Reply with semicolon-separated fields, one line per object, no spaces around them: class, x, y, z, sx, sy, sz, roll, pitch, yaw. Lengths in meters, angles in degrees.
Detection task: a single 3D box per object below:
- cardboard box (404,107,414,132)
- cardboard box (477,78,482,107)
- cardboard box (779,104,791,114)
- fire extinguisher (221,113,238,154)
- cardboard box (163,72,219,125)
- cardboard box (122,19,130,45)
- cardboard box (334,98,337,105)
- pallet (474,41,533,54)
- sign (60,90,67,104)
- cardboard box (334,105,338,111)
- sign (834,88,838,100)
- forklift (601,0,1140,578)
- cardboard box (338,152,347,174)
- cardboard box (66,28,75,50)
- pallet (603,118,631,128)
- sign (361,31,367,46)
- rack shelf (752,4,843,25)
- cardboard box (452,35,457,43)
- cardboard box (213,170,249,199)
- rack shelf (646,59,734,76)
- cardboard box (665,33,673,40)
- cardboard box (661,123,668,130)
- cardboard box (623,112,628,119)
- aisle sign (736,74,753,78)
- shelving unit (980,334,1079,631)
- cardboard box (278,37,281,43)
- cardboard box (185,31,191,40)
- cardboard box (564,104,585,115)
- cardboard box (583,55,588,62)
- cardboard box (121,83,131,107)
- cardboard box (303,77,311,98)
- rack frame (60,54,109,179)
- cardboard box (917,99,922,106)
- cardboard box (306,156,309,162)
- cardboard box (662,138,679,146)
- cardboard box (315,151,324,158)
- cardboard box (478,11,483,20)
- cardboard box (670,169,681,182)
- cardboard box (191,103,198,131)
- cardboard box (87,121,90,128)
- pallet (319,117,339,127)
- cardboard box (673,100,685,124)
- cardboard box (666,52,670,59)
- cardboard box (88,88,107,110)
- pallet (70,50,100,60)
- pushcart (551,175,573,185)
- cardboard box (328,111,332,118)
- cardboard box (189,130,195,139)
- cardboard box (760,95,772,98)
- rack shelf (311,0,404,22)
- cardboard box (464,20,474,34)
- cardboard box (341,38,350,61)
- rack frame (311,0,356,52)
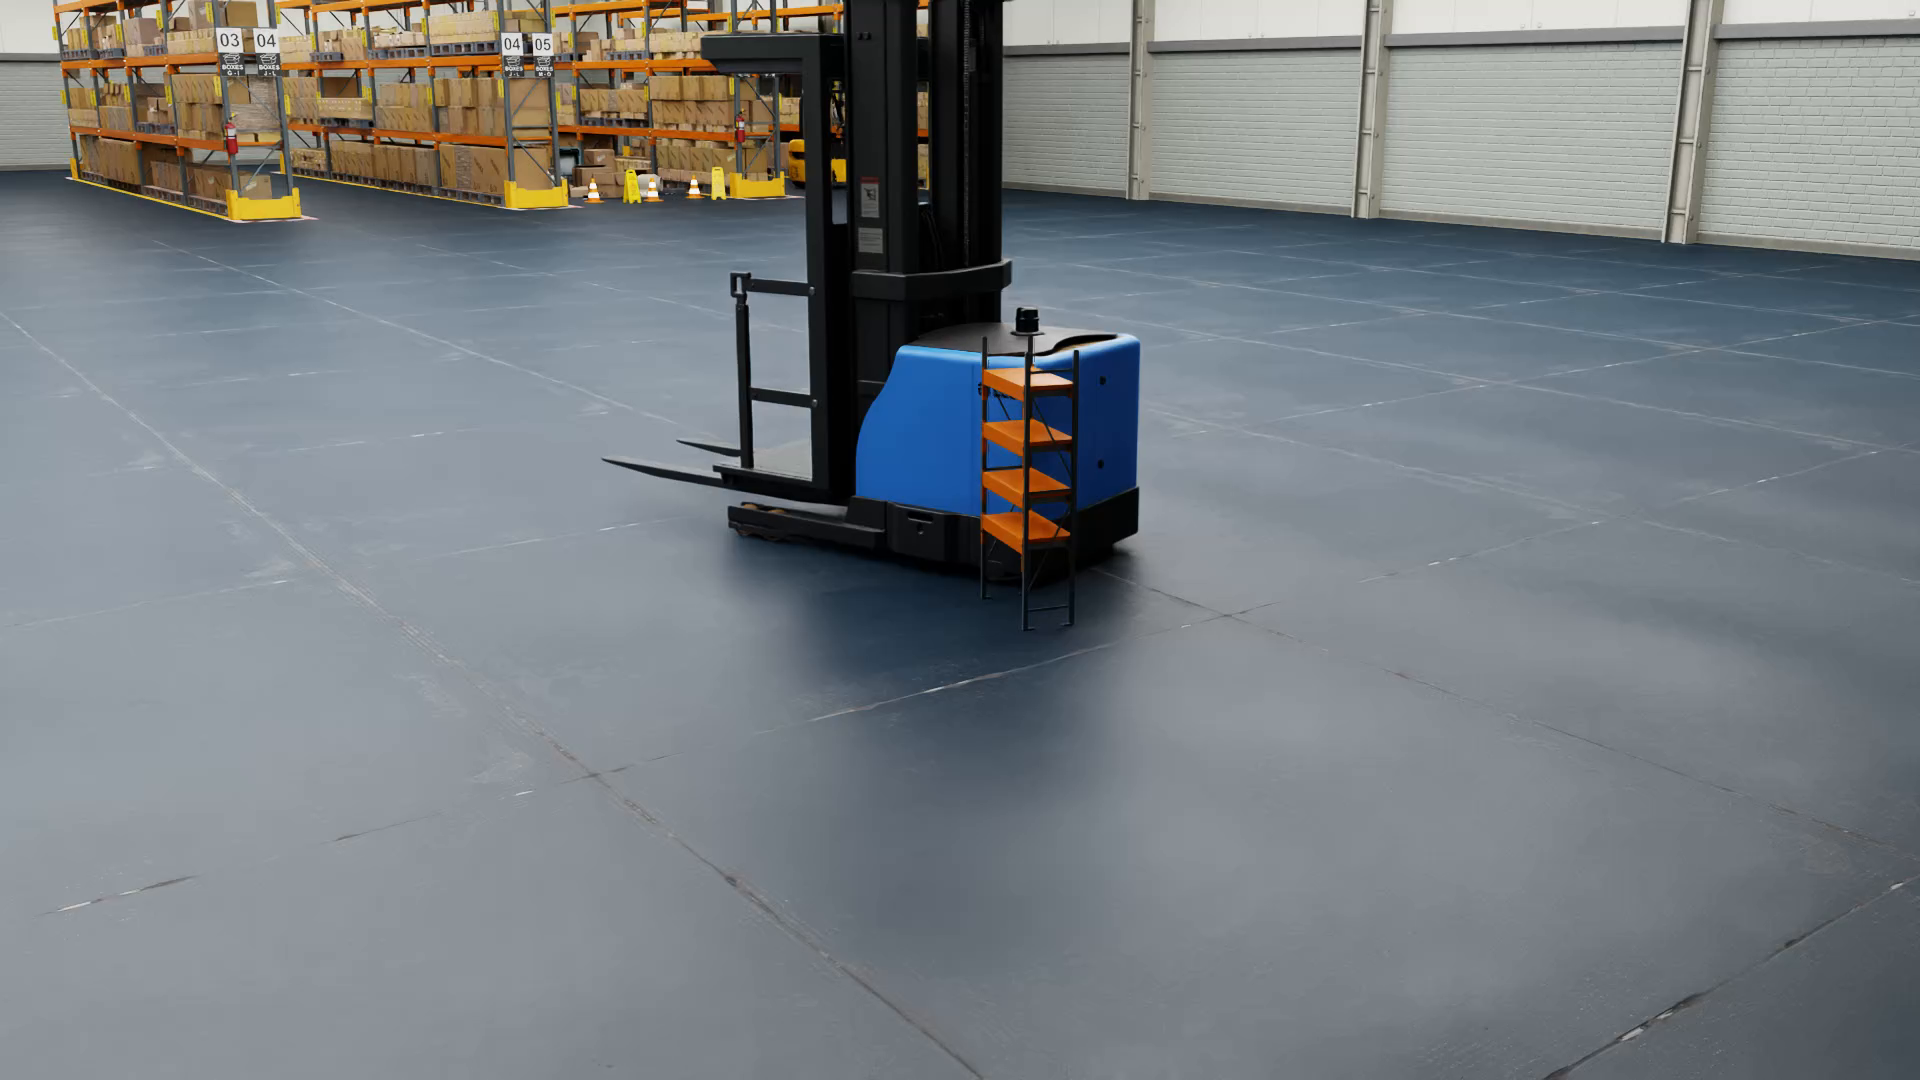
cardboard box;-11.624;-9.059;35.805;0.500;0.500;0.500;-11;19;-34
cardboard box;-8.959;-8.794;32.693;0.875;0.550;0.550;-11;19;-35
cardboard box;-4.252;-10.955;42.258;0.500;0.250;0.500;-11;19;-36
fire extinguisher;-12.532;-6.990;28.579;0.296;0.674;0.183;-11;19;-35
cardboard box;-14.932;-8.660;32.605;1.000;1.000;1.000;-11;19;-34
cardboard box;-16.862;-10.427;34.173;0.500;0.500;0.500;-11;19;-34
cardboard box;-14.590;-10.371;39.338;0.380;0.149;0.250;-10;18;-32
pallet;-8.600;-9.432;31.842;1.003;0.211;1.213;-11;19;-35
sign;-22.087;-10.911;40.967;0.100;0.325;0.005;-11;19;-35
cardboard box;-14.576;-10.224;39.365;0.380;0.149;0.250;-11;19;-35
sign;-2.983;-10.721;40.020;0.100;0.325;0.005;-11;19;-35
forklift;-0.600;-1.510;8.541;3.031;2.935;1.130;10;18;33
cardboard box;-14.678;-9.119;40.151;0.500;0.500;0.500;-10;18;-32
cardboard box;-21.052;-12.044;40.042;0.700;0.500;0.500;-12;19;-37
pallet;-7.717;-9.861;39.285;1.003;0.211;1.213;-11;19;-35
sign;-13.299;-11.192;37.124;0.100;0.325;0.005;-11;19;-35
rack shelf;-3.725;-13.067;41.394;1.077;0.370;4.000;-11;19;-35
cardboard box;-9.817;-9.900;32.873;0.380;0.149;0.250;-11;19;-34
cardboard box;-13.604;-6.641;31.097;0.500;0.500;0.500;-13;20;-39
rack shelf;-5.386;-10.188;35.799;1.077;0.370;4.000;-11;19;-35
cardboard box;-6.184;-10.939;36.144;0.380;0.149;0.250;-11;19;-35
cardboard box;-6.446;-9.231;37.098;0.380;0.149;0.250;-10;18;-33
cardboard box;-7.562;-9.826;38.476;0.380;0.149;0.250;-11;19;-34
aisle sign;-4.409;-9.857;33.983;0.394;0.787;0.004;-11;19;-35
shelving unit;0.296;-0.262;7.259;0.258;1.200;0.503;-6;16;-20
cardboard box;-17.320;-12.865;42.797;0.380;0.149;0.250;-11;19;-35
cardboard box;-13.839;-9.154;30.187;0.380;0.149;0.250;-11;19;-36
cardboard box;-9.405;-10.602;40.968;0.500;0.250;0.500;-11;19;-35
cardboard box;-8.867;-11.602;40.076;0.380;0.149;0.250;-11;19;-35
cardboard box;-17.728;-9.662;36.105;0.797;0.503;0.637;-10;18;-33
cardboard box;-16.014;-11.276;41.445;0.500;0.500;0.500;-12;19;-36
rack frame;-21.634;-10.540;41.402;1.000;3.000;0.127;-11;19;-35
cardboard box;-0.802;-9.874;37.553;0.380;0.149;0.250;-11;18;-34
cardboard box;-16.643;-9.836;42.874;0.380;0.149;0.250;-10;18;-32
cardboard box;-6.409;-8.862;37.038;0.380;0.149;0.250;-11;19;-34
cardboard box;-15.965;-9.684;41.755;0.380;0.149;0.250;-11;19;-35
cardboard box;-8.924;-9.960;31.583;0.380;0.149;0.250;-10;18;-34
cardboard box;-6.111;-8.112;36.944;0.500;0.250;0.500;-10;18;-31
cardboard box;-13.723;-7.860;30.858;0.875;0.500;0.500;-11;19;-35
cardboard box;-20.332;-9.798;39.169;0.380;0.149;0.250;-10;18;-34
pallet;-14.879;-10.155;40.362;1.003;0.211;1.213;-11;19;-35
cardboard box;-5.930;-9.357;36.329;0.500;0.500;0.500;-11;19;-35
cardboard box;-6.234;-10.636;36.548;0.380;0.149;0.250;-11;19;-34
cardboard box;-19.769;-10.175;38.370;0.500;0.500;0.500;-10;18;-33
pallet;-20.468;-11.526;39.493;1.003;0.211;1.213;-11;19;-35
pushcart;-8.377;-7.886;36.674;0.936;0.377;1.648;10;18;33
cardboard box;-14.893;-10.194;39.818;0.380;0.149;0.250;-11;19;-34
cardboard box;-14.121;-7.547;30.945;0.380;0.149;0.250;-11;19;-35
cardboard box;-5.078;-11.526;44.020;0.500;0.500;0.500;-10;18;-32
rack shelf;-14.035;-12.360;38.811;1.077;0.370;4.000;-11;19;-35
cardboard box;-9.257;-9.915;32.176;0.500;0.250;0.500;-11;19;-35
cardboard box;-13.995;-11.369;38.562;0.500;0.500;0.500;-11;19;-35
rack frame;-15.211;-13.327;40.224;1.000;3.000;0.127;-11;19;-35
